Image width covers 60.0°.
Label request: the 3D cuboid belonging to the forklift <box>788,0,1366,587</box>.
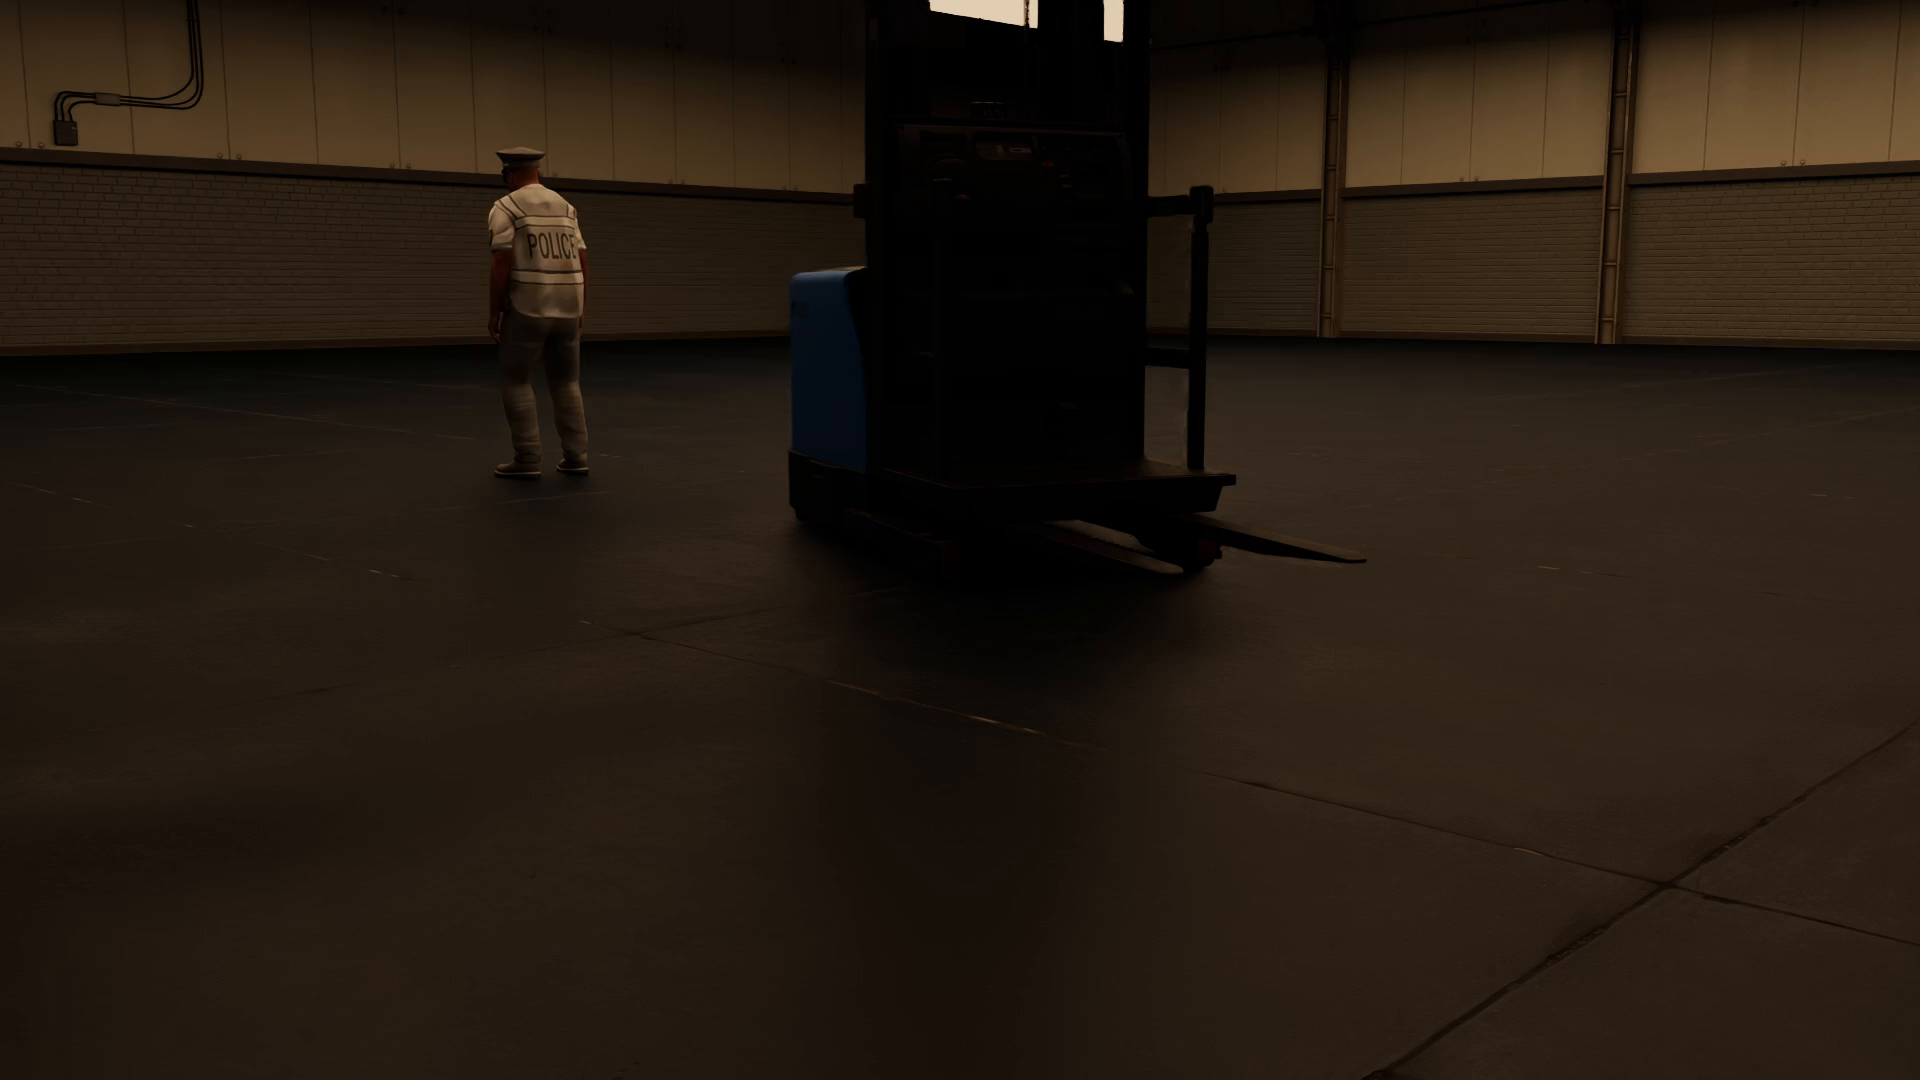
[{"bbox_3d":[0.292,-1.360,5.904,1.130,2.935,3.031,-4,9,-22],"label":"forklift"}]

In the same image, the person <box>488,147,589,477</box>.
[{"bbox_3d":[-2.252,-1.212,8.897,0.585,1.747,0.441,-8,12,-44],"label":"person"}]
